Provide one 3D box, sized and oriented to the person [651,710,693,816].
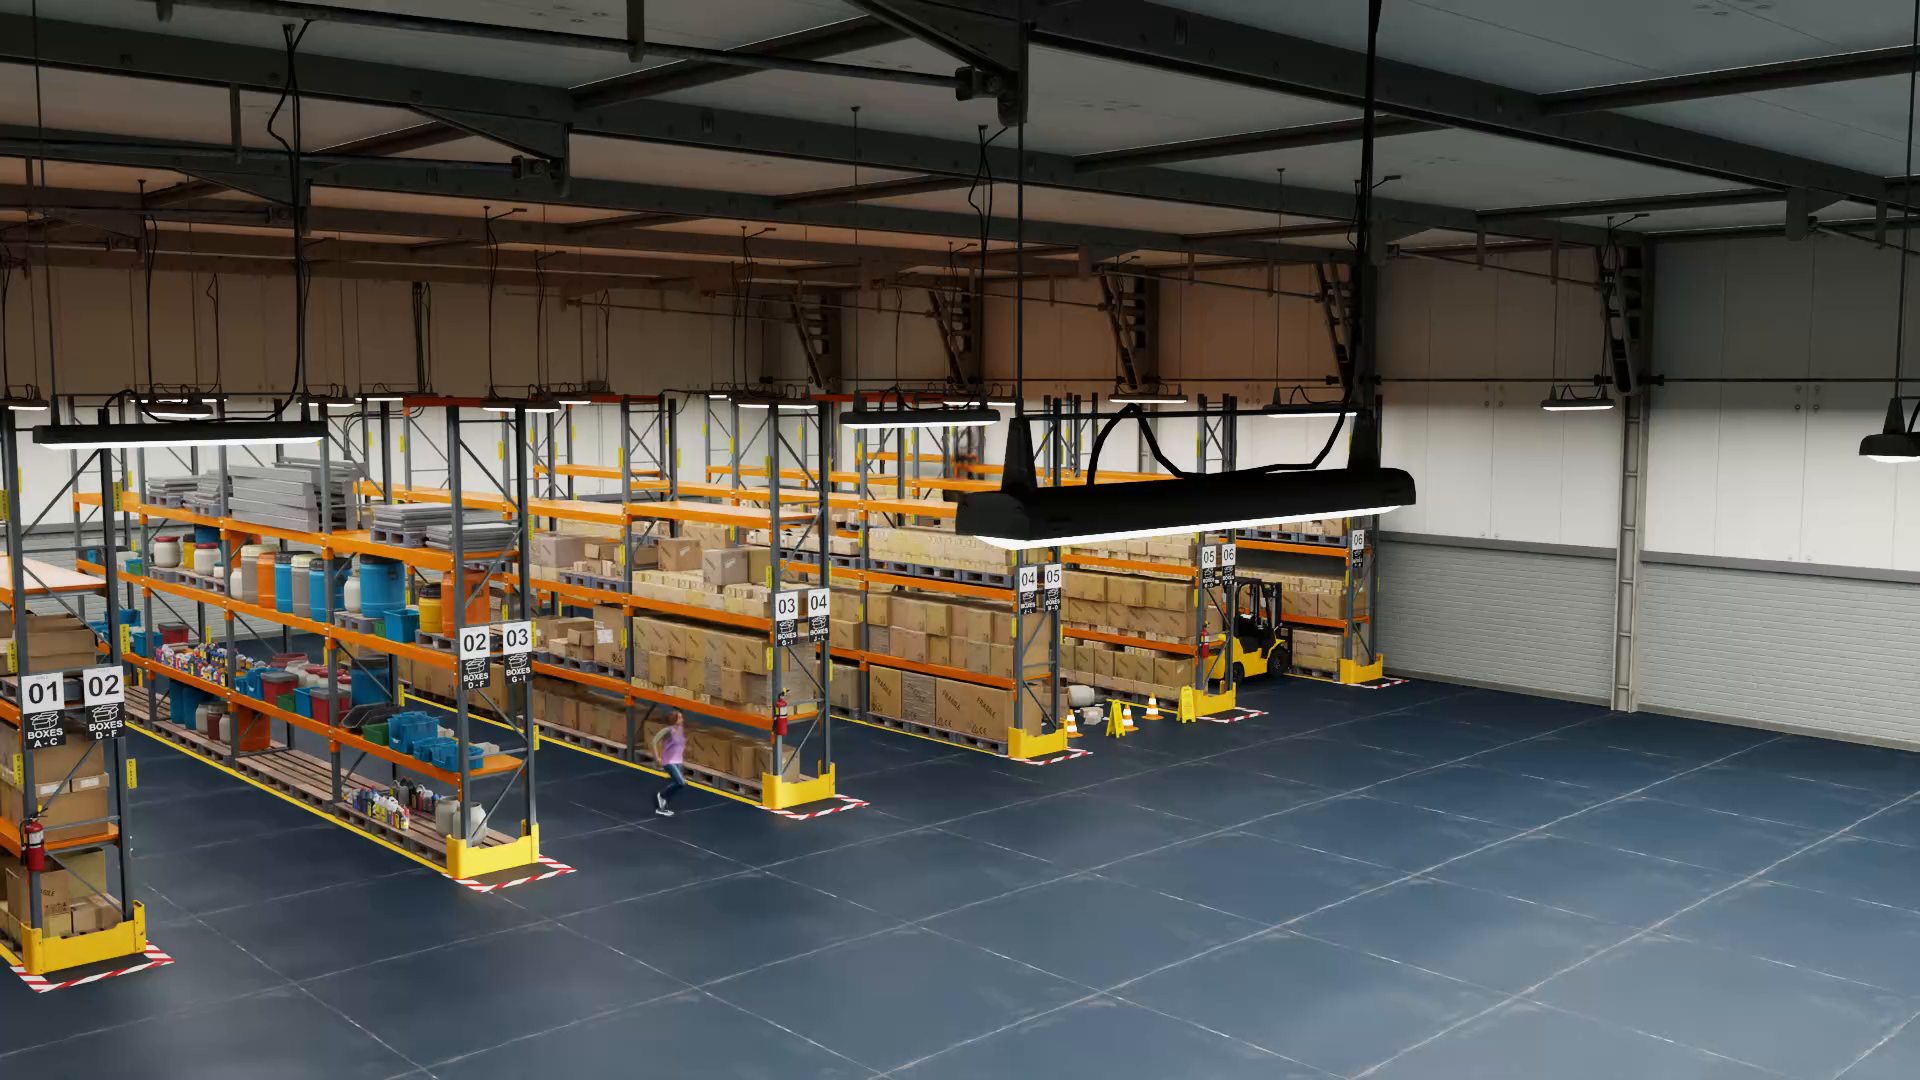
[{"bbox_3d":[-4.142,3.236,24.042,0.608,1.536,0.530,3,6,24],"label":"person"}]
